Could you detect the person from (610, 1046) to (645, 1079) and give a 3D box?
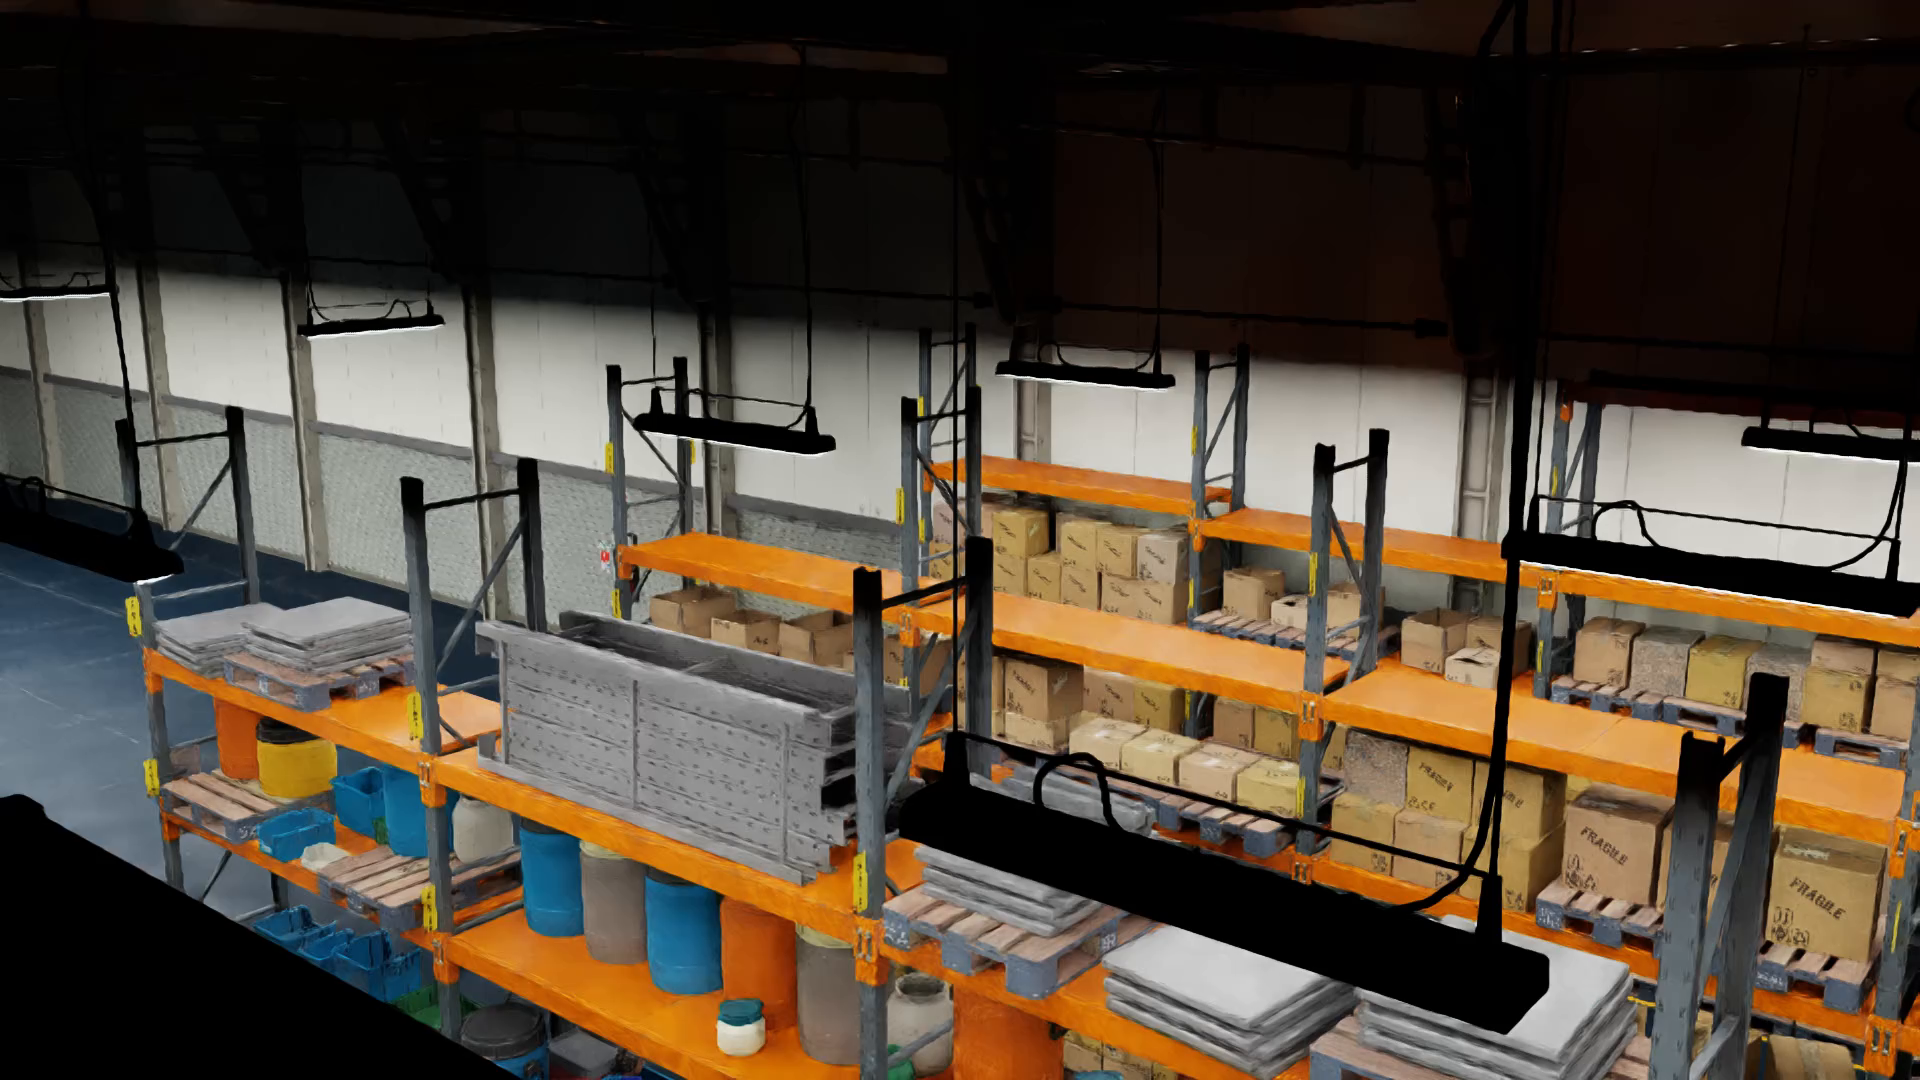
[{"bbox_3d":[-2.395,4.473,11.974,0.523,1.553,0.477,8,15,31],"label":"person"}]
